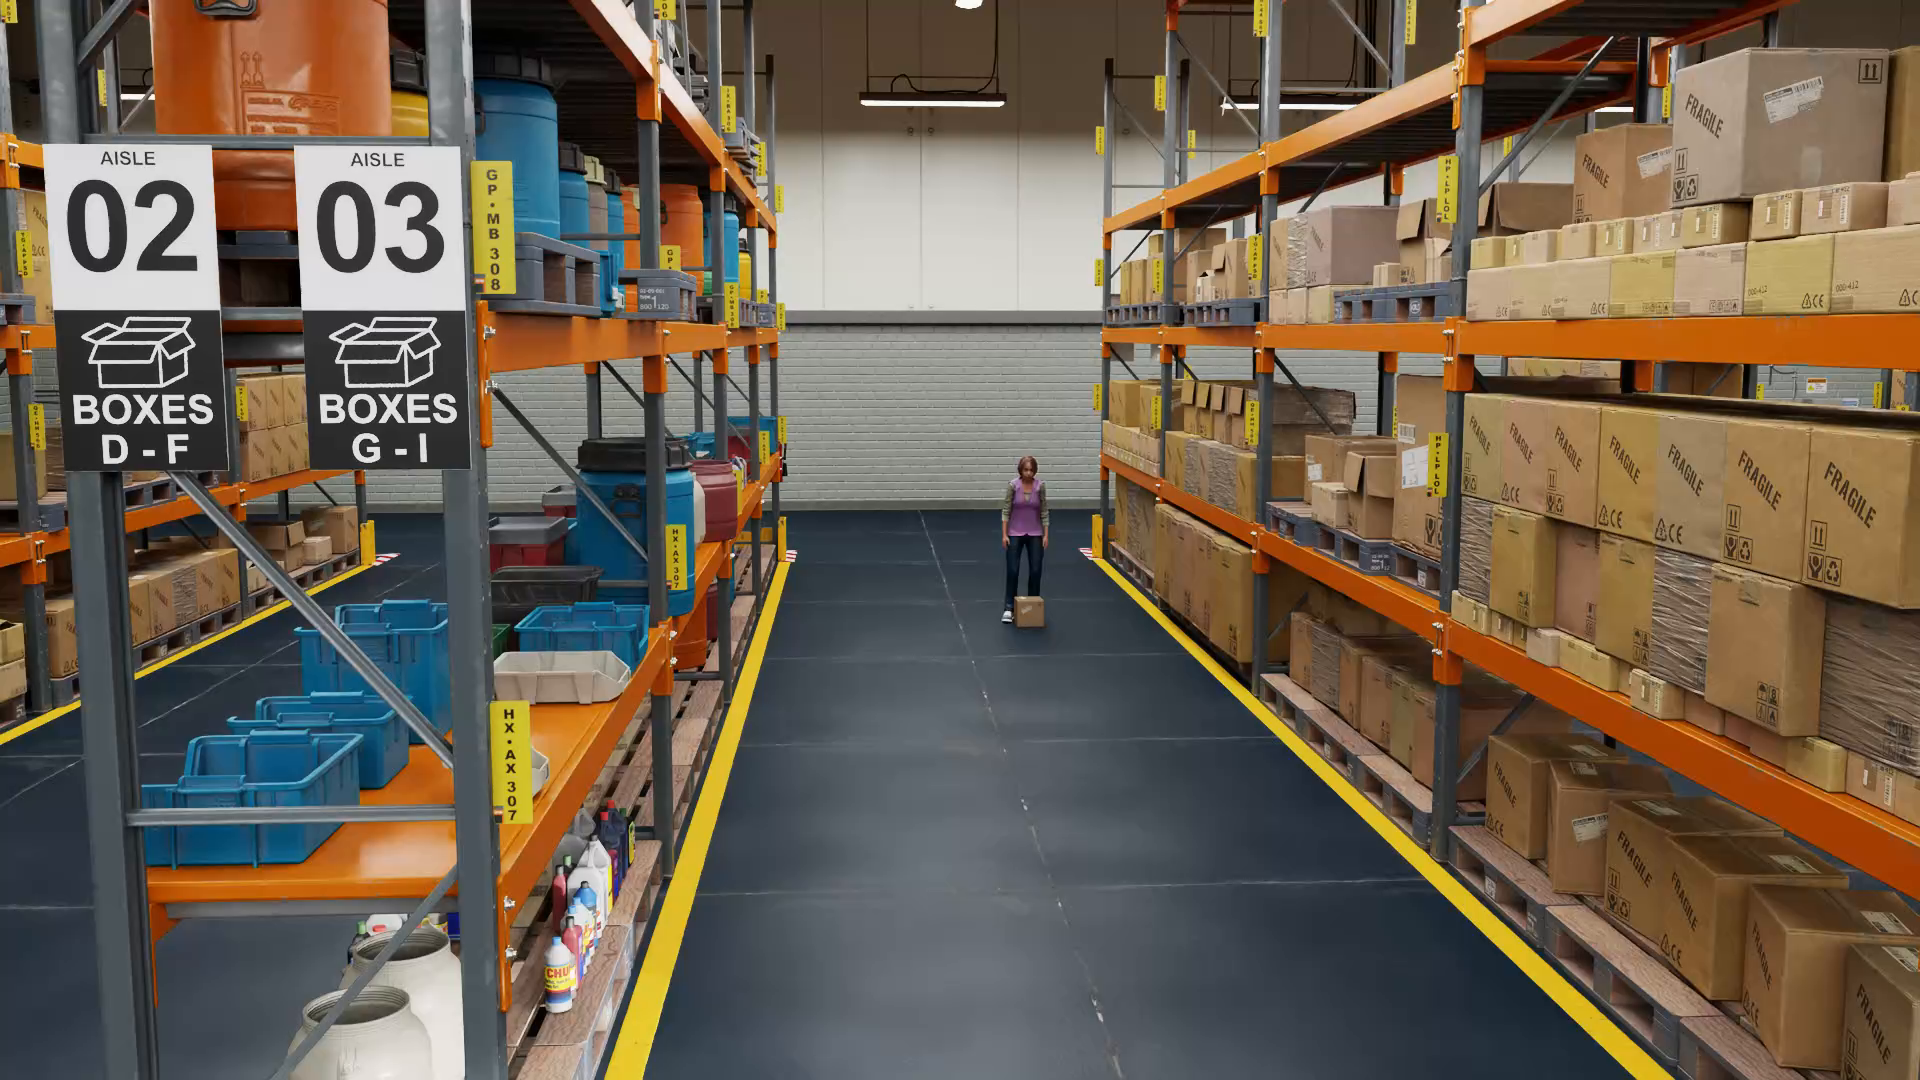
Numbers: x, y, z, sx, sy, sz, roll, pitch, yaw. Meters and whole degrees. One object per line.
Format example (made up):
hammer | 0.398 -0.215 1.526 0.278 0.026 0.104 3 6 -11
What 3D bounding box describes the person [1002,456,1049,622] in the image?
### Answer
person | 0.626 -0.016 15.931 0.462 1.594 0.344 0 7 -4
